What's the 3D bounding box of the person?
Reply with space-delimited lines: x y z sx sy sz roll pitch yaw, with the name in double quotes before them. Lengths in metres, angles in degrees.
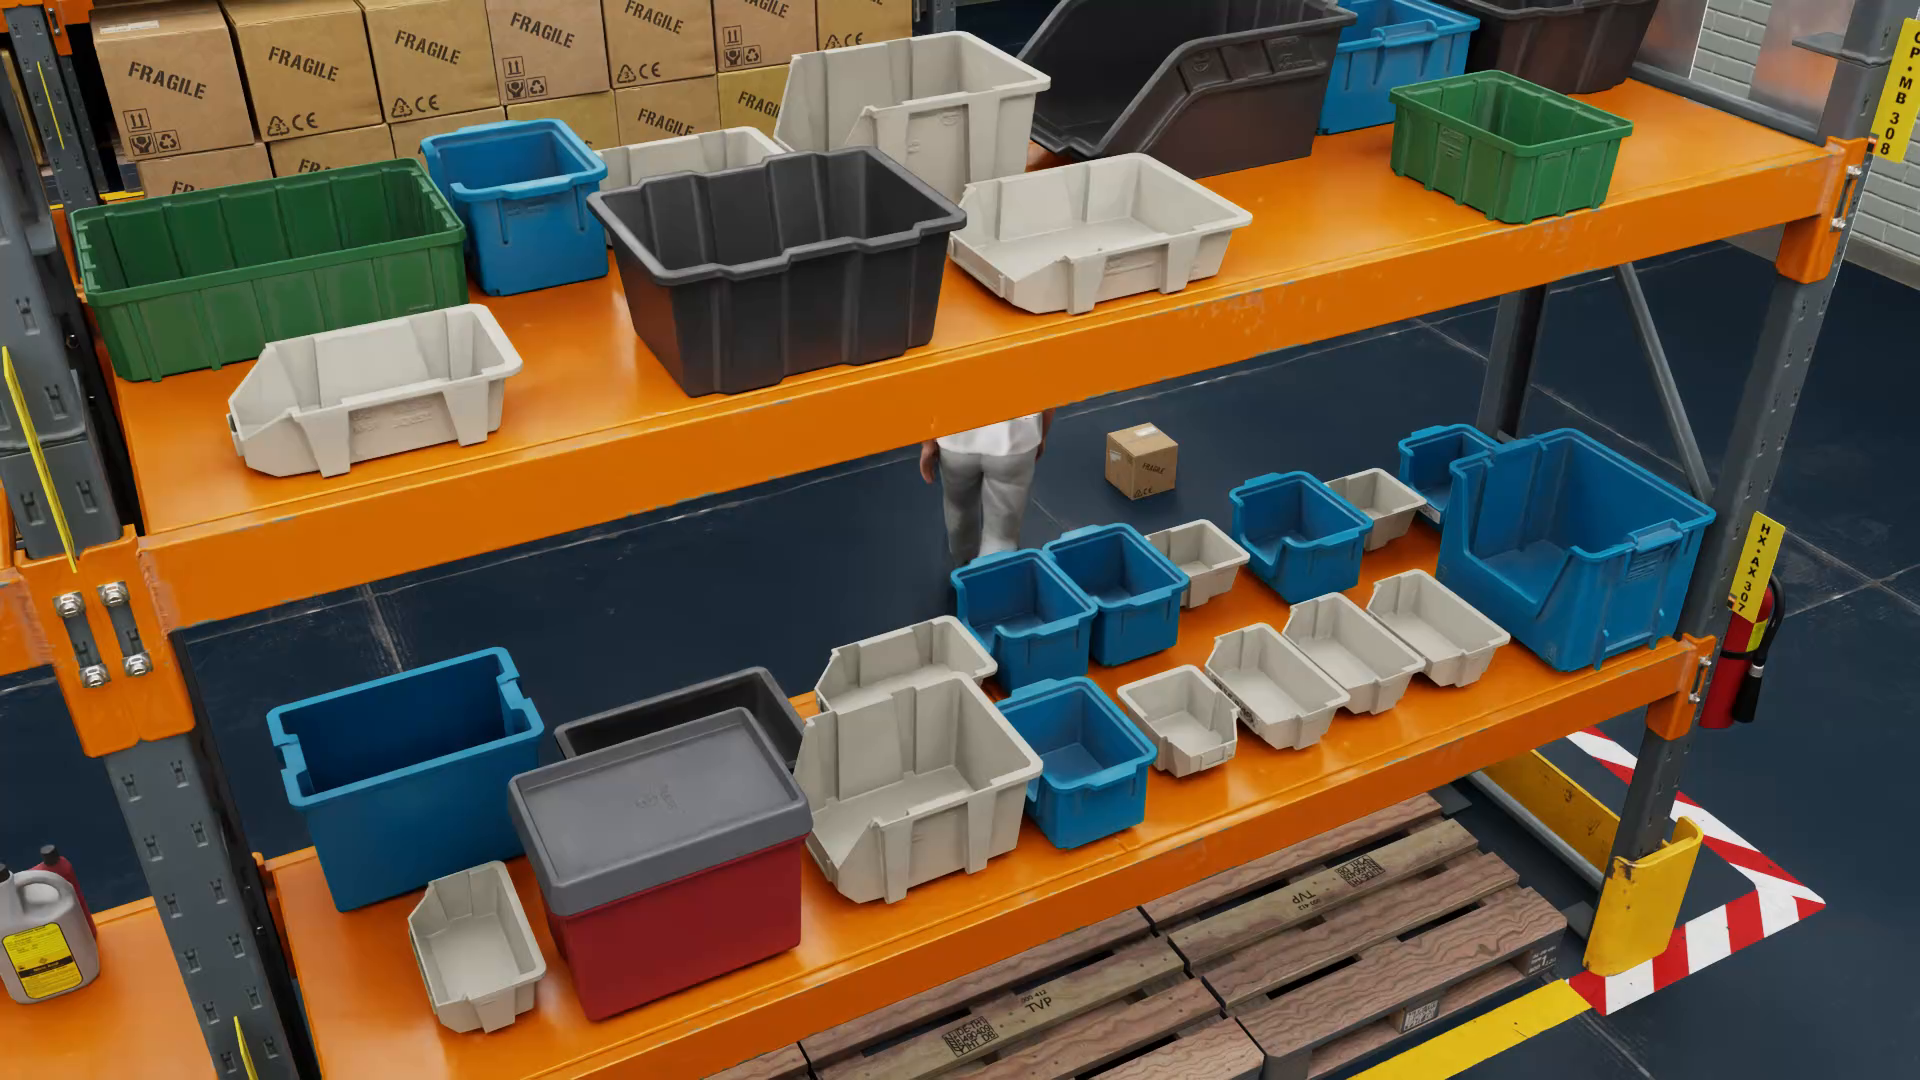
"person" 0.135 -0.439 6.812 0.539 1.715 0.932 7 34 11
